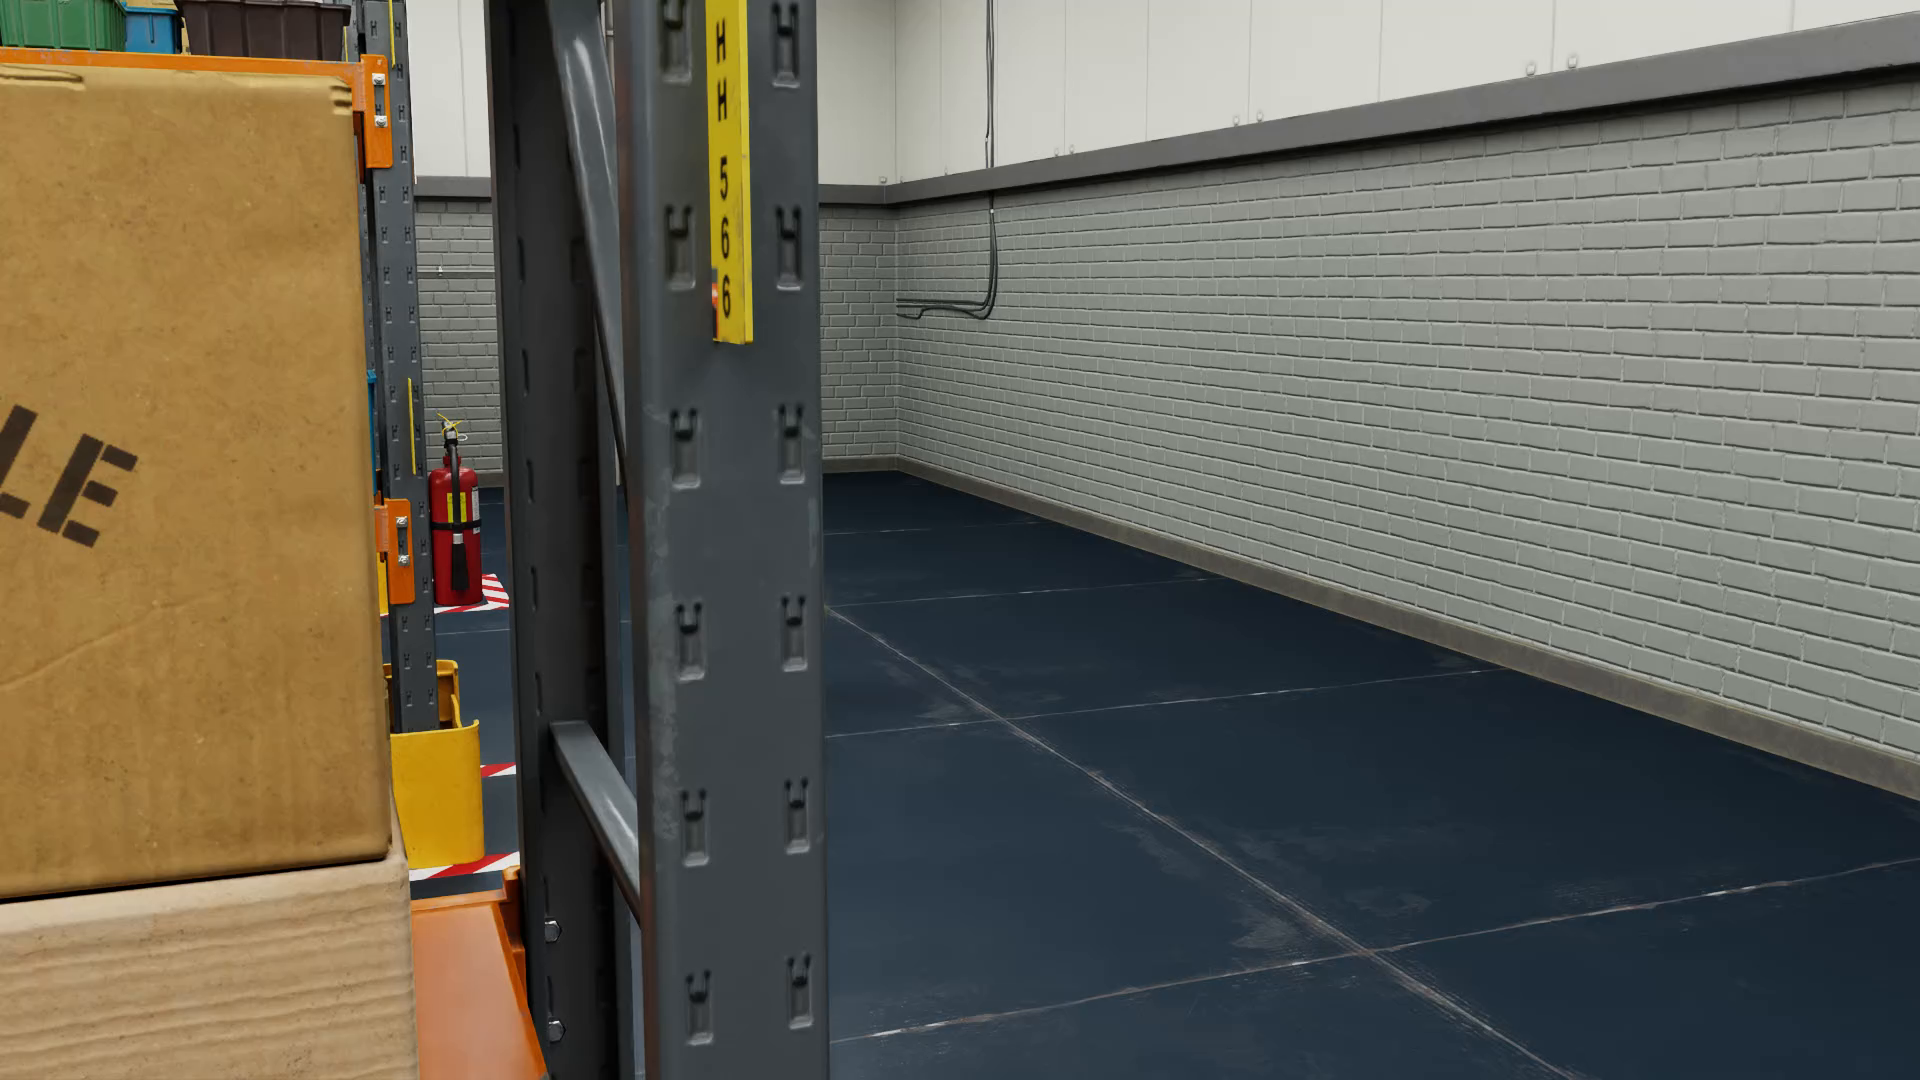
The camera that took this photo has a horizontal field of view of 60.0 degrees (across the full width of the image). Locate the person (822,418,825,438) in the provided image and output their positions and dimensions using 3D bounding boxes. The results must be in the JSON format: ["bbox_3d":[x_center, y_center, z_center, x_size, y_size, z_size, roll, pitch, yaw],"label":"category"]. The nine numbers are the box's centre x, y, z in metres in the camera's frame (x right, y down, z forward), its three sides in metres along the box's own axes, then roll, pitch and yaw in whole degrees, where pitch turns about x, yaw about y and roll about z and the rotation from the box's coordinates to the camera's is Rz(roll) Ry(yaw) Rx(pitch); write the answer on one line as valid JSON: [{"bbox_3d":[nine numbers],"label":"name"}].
[{"bbox_3d":[-0.986,-0.075,8.244,0.551,1.772,0.566,-6,11,-36],"label":"person"}]
